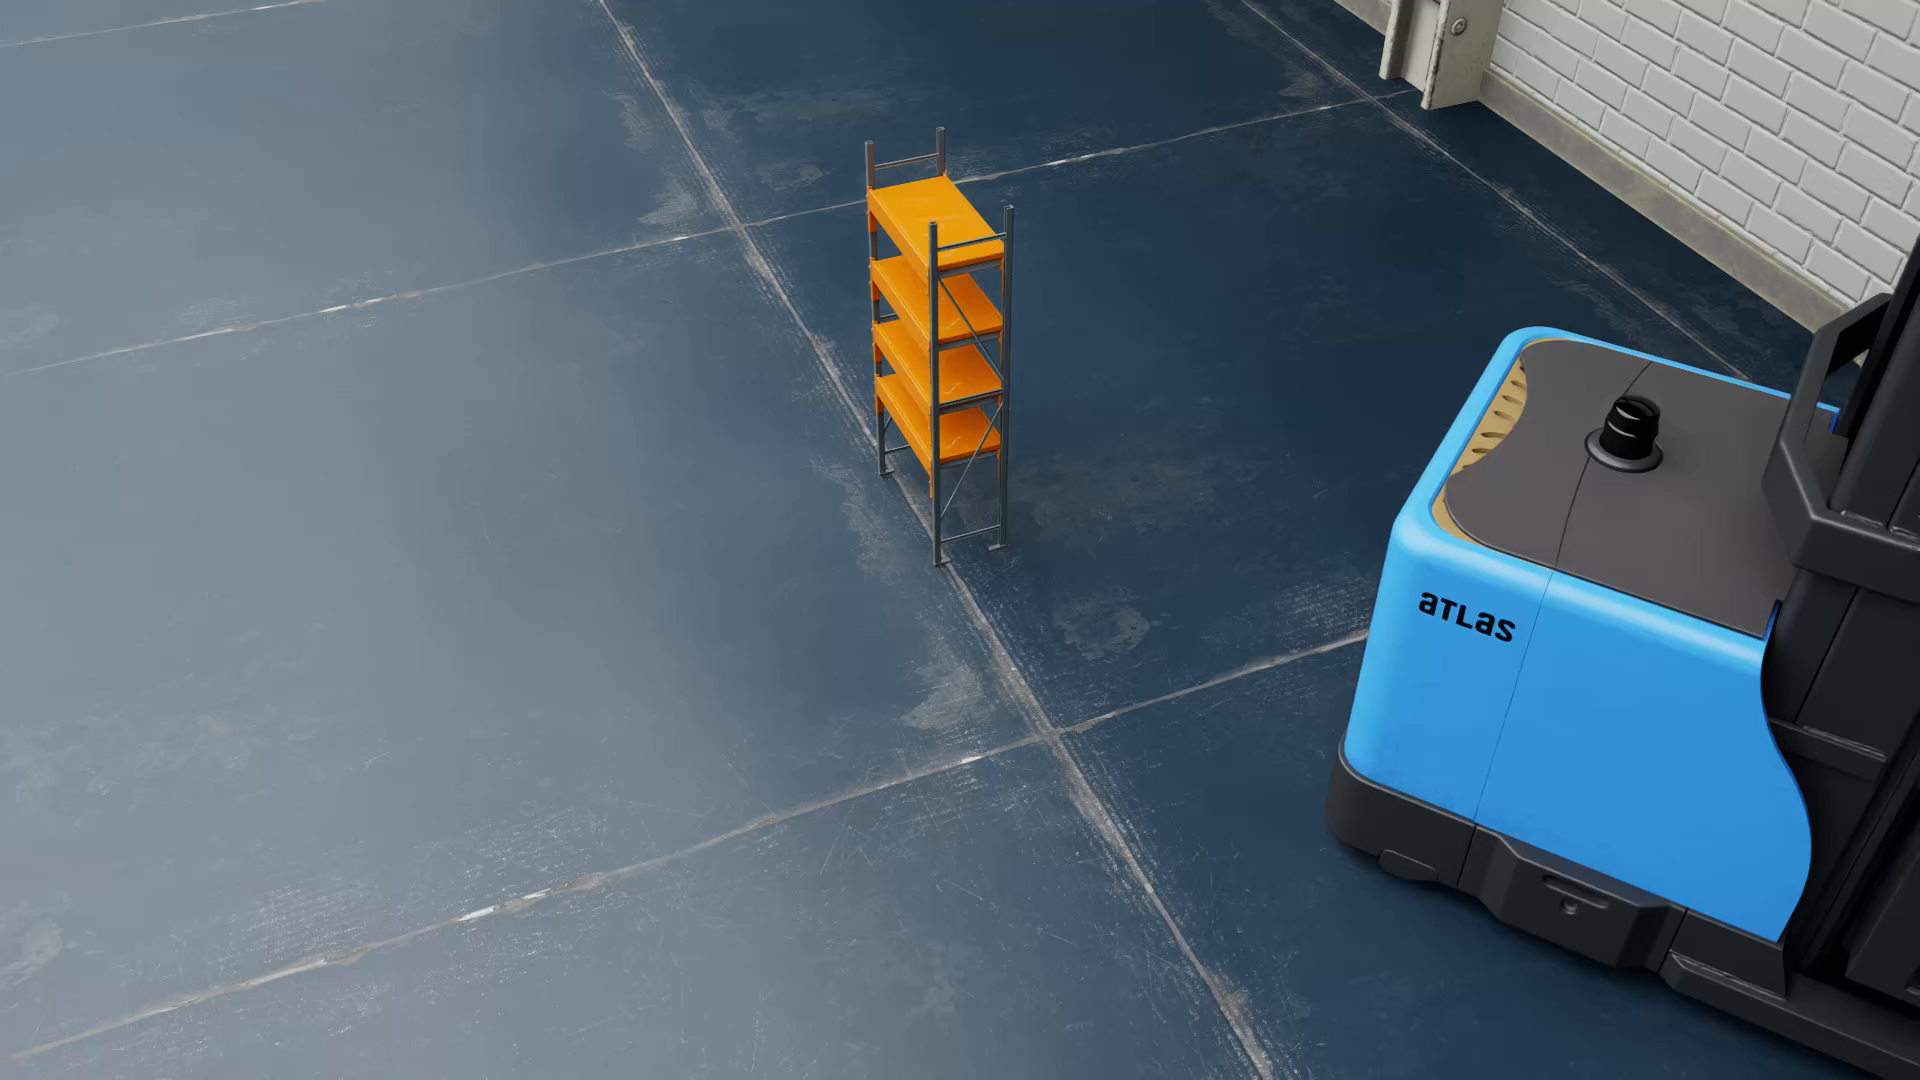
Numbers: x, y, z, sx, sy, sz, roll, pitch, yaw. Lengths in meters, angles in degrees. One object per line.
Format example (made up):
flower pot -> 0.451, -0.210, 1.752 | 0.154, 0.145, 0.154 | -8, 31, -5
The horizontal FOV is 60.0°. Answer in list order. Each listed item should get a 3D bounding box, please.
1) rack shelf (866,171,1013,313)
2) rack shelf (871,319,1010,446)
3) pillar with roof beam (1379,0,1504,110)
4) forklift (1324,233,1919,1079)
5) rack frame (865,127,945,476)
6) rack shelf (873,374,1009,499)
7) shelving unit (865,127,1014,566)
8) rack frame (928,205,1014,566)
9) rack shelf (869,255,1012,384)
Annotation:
rack shelf -> -0.063, -0.853, 4.719 | 0.258, 0.148, 0.480 | -15, 43, -17
rack shelf -> -0.063, -0.504, 5.019 | 0.258, 0.148, 0.480 | -15, 43, -17
pillar with roof beam -> -1.803, -4.434, 3.505 | 9.100, 9.000, 0.400 | -15, 43, -17
forklift -> 2.478, -0.112, 3.132 | 3.031, 2.935, 1.130 | 21, 45, 22
rack frame -> -0.157, -0.702, 5.146 | 0.240, 1.200, 0.015 | -15, 43, -17
rack shelf -> -0.063, -0.353, 5.148 | 0.258, 0.148, 0.480 | -15, 43, -17
shelving unit -> -0.063, -0.555, 4.975 | 0.258, 1.200, 0.503 | -15, 43, -17
rack frame -> 0.030, -0.408, 4.804 | 0.240, 1.200, 0.015 | -15, 43, -17
rack shelf -> -0.063, -0.673, 4.873 | 0.258, 0.148, 0.480 | -15, 43, -17
